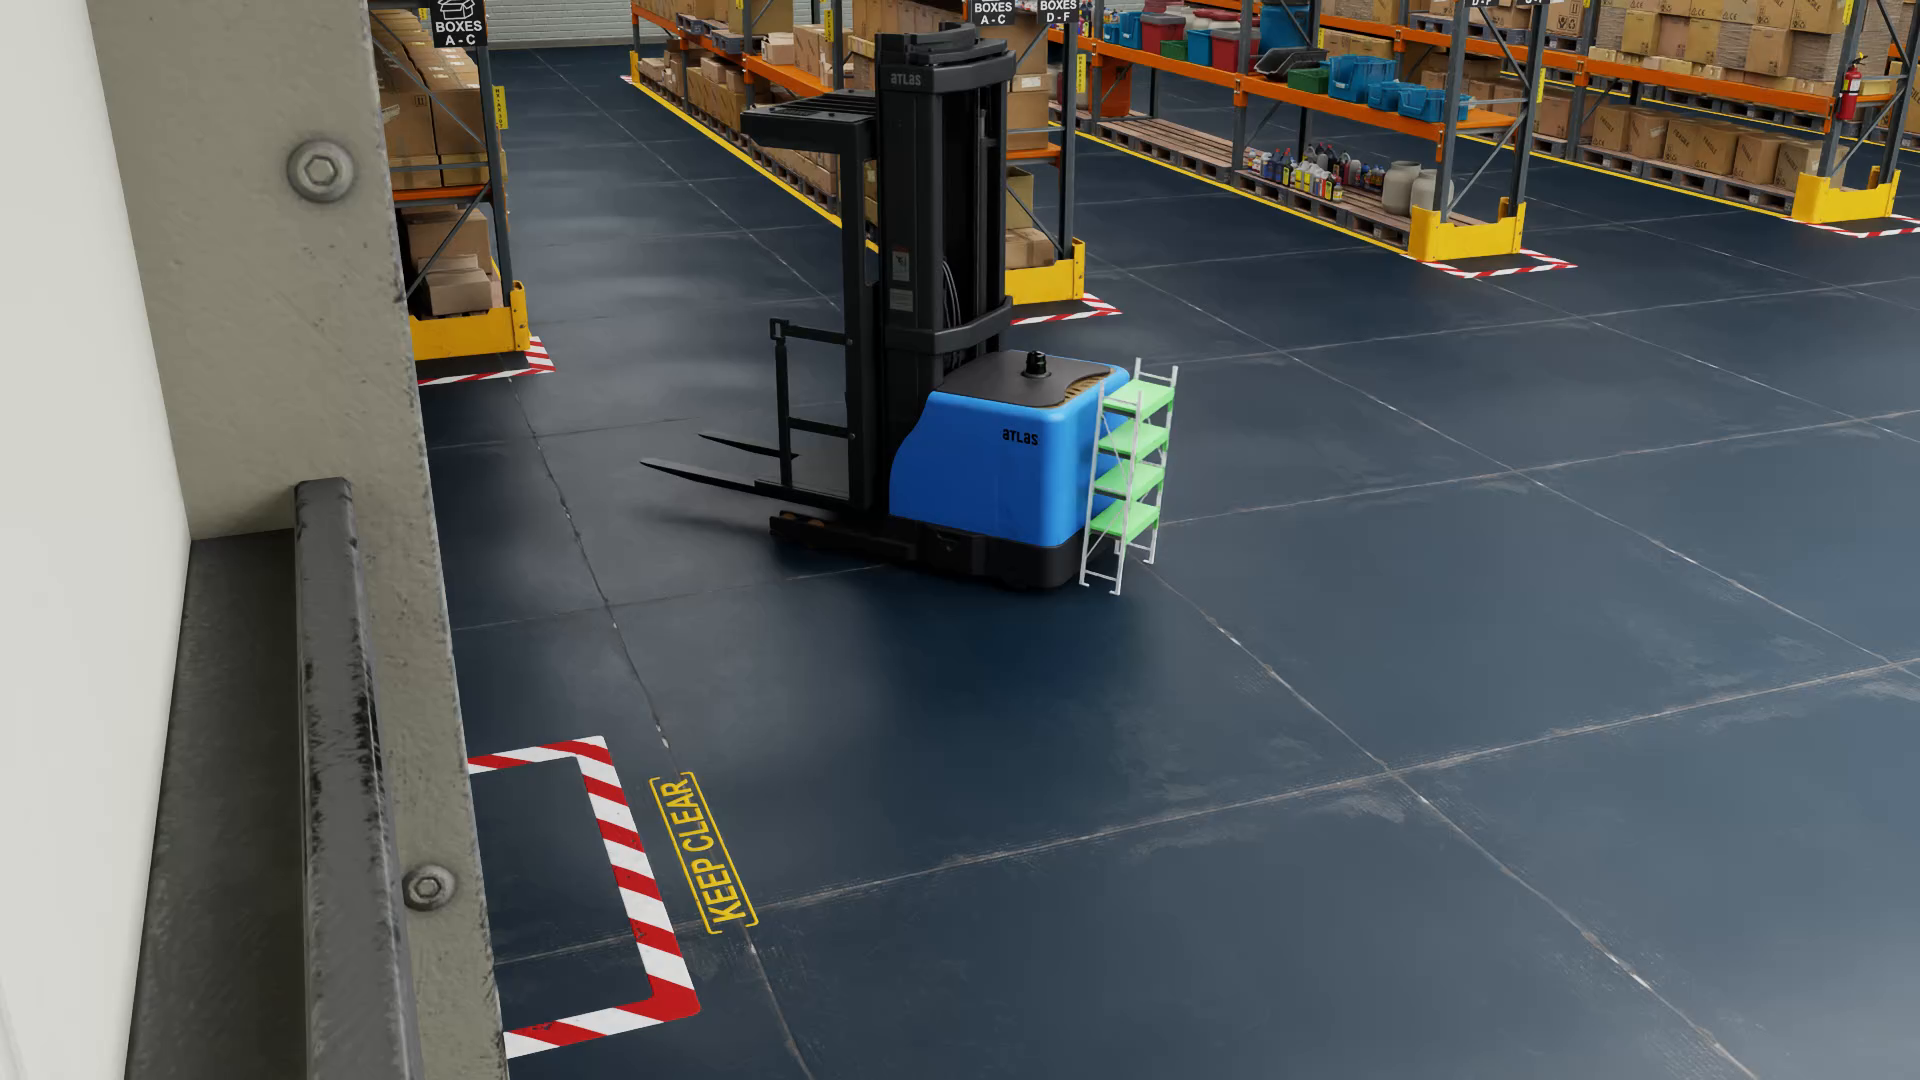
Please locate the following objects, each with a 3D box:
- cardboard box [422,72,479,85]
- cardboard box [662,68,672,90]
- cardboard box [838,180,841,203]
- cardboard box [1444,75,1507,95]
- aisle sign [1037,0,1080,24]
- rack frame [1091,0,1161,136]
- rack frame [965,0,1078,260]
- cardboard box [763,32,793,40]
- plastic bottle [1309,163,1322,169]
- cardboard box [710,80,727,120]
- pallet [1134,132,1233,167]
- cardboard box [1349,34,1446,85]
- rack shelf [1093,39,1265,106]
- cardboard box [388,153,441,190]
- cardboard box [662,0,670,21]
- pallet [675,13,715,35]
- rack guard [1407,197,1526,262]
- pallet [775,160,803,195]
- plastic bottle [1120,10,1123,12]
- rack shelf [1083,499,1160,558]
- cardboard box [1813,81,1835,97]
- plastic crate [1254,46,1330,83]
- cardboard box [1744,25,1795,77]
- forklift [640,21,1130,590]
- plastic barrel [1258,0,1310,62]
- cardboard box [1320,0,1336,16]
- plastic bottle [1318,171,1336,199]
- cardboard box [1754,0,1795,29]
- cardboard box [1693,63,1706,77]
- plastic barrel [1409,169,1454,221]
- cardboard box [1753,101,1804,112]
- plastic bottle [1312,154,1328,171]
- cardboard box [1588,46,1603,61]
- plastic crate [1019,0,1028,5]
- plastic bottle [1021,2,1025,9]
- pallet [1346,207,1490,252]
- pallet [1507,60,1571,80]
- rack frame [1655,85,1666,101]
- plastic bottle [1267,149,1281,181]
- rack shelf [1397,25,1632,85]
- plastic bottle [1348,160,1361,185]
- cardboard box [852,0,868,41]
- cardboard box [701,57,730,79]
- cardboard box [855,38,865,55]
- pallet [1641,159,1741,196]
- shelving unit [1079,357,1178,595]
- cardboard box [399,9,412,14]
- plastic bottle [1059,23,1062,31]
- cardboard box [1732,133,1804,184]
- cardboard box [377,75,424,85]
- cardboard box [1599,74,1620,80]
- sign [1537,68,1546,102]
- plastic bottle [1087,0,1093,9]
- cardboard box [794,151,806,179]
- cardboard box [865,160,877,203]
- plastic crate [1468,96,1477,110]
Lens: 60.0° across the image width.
[{"bbox_3d":[-4.154,-3.581,13.785,0.500,0.500,0.500,-8,24,-19],"label":"cardboard box"},{"bbox_3d":[-4.439,-7.345,26.409,0.500,0.311,0.500,-8,24,-19],"label":"cardboard box"},{"bbox_3d":[-1.001,-3.750,17.985,0.500,0.250,0.500,-8,24,-19],"label":"cardboard box"},{"bbox_3d":[7.438,-6.455,24.055,0.700,0.500,0.500,-10,25,-23],"label":"cardboard box"},{"bbox_3d":[0.842,-4.797,14.120,0.394,0.787,0.004,-8,24,-19],"label":"aisle sign"},{"bbox_3d":[2.341,-7.165,23.088,1.000,3.000,0.127,-8,24,-19],"label":"rack frame"},{"bbox_3d":[0.532,-3.580,14.582,1.000,3.000,0.127,-8,24,-19],"label":"rack frame"},{"bbox_3d":[-2.207,-6.308,21.168,0.500,0.311,0.500,-7,24,-16],"label":"cardboard box"},{"bbox_3d":[3.998,-4.116,18.793,0.152,0.276,0.135,-8,24,-19],"label":"plastic bottle"},{"bbox_3d":[-3.218,-6.224,23.505,0.500,0.500,0.500,-9,25,-21],"label":"cardboard box"},{"bbox_3d":[3.006,-5.151,21.899,1.003,0.211,1.213,-8,24,-19],"label":"pallet"},{"bbox_3d":[6.750,-7.313,25.633,1.225,0.875,0.875,-10,25,-21],"label":"cardboard box"},{"bbox_3d":[3.048,-6.107,21.504,1.077,0.370,4.000,-8,24,-19],"label":"rack shelf"},{"bbox_3d":[-4.448,-2.983,13.331,0.500,0.250,0.500,-8,24,-18],"label":"cardboard box"},{"bbox_3d":[-4.307,-8.320,25.699,0.500,0.500,0.500,-8,24,-17],"label":"cardboard box"},{"bbox_3d":[-3.527,-7.547,24.240,1.003,0.211,1.213,-8,24,-19],"label":"pallet"},{"bbox_3d":[5.096,-3.128,16.727,1.175,0.500,0.348,-8,24,-19],"label":"rack guard"},{"bbox_3d":[-1.613,-4.455,20.248,1.003,0.211,1.213,-8,24,-19],"label":"pallet"},{"bbox_3d":[2.323,-7.536,24.118,0.061,0.283,0.133,-8,24,-19],"label":"plastic bottle"},{"bbox_3d":[0.911,-0.078,9.346,0.258,0.148,0.480,16,27,24],"label":"rack shelf"},{"bbox_3d":[9.507,-4.898,18.031,0.380,0.149,0.250,-8,24,-19],"label":"cardboard box"},{"bbox_3d":[3.820,-5.476,19.159,0.767,0.338,0.504,-8,24,-19],"label":"plastic crate"},{"bbox_3d":[9.343,-5.490,18.602,0.875,0.500,0.500,-8,24,-19],"label":"cardboard box"},{"bbox_3d":[-0.551,-1.470,9.662,3.031,2.935,1.130,12,26,27],"label":"forklift"},{"bbox_3d":[3.901,-6.125,19.974,0.600,0.901,0.708,-8,24,-19],"label":"plastic barrel"},{"bbox_3d":[6.033,-8.592,26.343,0.500,0.500,0.500,-8,24,-18],"label":"cardboard box"},{"bbox_3d":[4.045,-3.909,18.302,0.152,0.276,0.135,-8,24,-19],"label":"plastic bottle"},{"bbox_3d":[9.193,-5.929,18.355,0.500,0.500,0.500,-8,24,-19],"label":"cardboard box"},{"bbox_3d":[8.856,-5.529,19.528,0.380,0.149,0.250,-8,24,-19],"label":"cardboard box"},{"bbox_3d":[4.863,-3.534,17.136,0.421,0.512,0.421,0,23,0],"label":"plastic barrel"},{"bbox_3d":[12.423,-6.757,24.474,1.050,0.750,0.750,-8,24,-19],"label":"cardboard box"},{"bbox_3d":[4.189,-4.366,19.387,0.152,0.276,0.135,-8,24,-19],"label":"plastic bottle"},{"bbox_3d":[8.182,-6.157,21.018,0.380,0.149,0.250,-8,24,-19],"label":"cardboard box"},{"bbox_3d":[0.897,-8.714,27.024,0.396,0.136,0.243,-8,24,-19],"label":"plastic crate"},{"bbox_3d":[0.972,-8.051,25.338,0.061,0.283,0.133,-8,24,-19],"label":"plastic bottle"},{"bbox_3d":[4.814,-3.291,17.485,1.003,0.211,1.213,-8,24,-19],"label":"pallet"},{"bbox_3d":[10.514,-8.375,29.547,1.003,0.211,1.213,-8,24,-19],"label":"pallet"},{"bbox_3d":[11.651,-8.489,26.228,1.000,3.000,0.127,-8,24,-19],"label":"rack frame"},{"bbox_3d":[3.651,-4.344,19.238,0.144,0.351,0.185,-8,24,-18],"label":"plastic bottle"},{"bbox_3d":[7.681,-6.787,23.116,1.077,0.370,4.000,-8,24,-19],"label":"rack shelf"},{"bbox_3d":[4.487,-4.219,19.037,0.152,0.276,0.135,-8,24,-18],"label":"plastic bottle"},{"bbox_3d":[-0.718,-5.517,17.379,0.700,0.500,0.500,-8,24,-19],"label":"cardboard box"},{"bbox_3d":[-3.411,-6.764,23.823,0.500,0.250,0.500,-8,24,-19],"label":"cardboard box"},{"bbox_3d":[-0.879,-5.163,17.374,0.380,0.149,0.250,-8,24,-18],"label":"cardboard box"},{"bbox_3d":[9.093,-4.424,20.173,1.003,0.211,1.213,-8,24,-19],"label":"pallet"},{"bbox_3d":[0.931,-0.353,9.219,0.258,1.200,0.503,16,27,24],"label":"shelving unit"},{"bbox_3d":[-6.752,-5.886,19.356,0.700,0.500,0.500,-11,25,-25],"label":"cardboard box"},{"bbox_3d":[1.488,-7.503,24.144,0.097,0.201,0.097,0,23,0],"label":"plastic bottle"},{"bbox_3d":[9.353,-4.422,19.256,0.500,0.500,0.500,-2,23,-5],"label":"cardboard box"},{"bbox_3d":[-4.635,-3.511,13.620,0.500,0.500,0.500,-8,24,-18],"label":"cardboard box"},{"bbox_3d":[10.994,-7.923,27.563,0.500,0.500,0.500,-7,24,-17],"label":"cardboard box"},{"bbox_3d":[5.683,-4.460,16.313,0.100,0.325,0.005,-8,24,-19],"label":"sign"},{"bbox_3d":[1.948,-7.907,24.910,0.144,0.351,0.185,-8,24,-19],"label":"plastic bottle"},{"bbox_3d":[-1.657,-4.441,19.624,0.500,0.250,0.500,-8,24,-18],"label":"cardboard box"},{"bbox_3d":[-0.657,-3.731,16.974,0.500,0.500,0.500,-8,24,-19],"label":"cardboard box"},{"bbox_3d":[5.152,-4.506,17.119,0.298,0.136,0.250,-8,24,-19],"label":"plastic crate"}]
